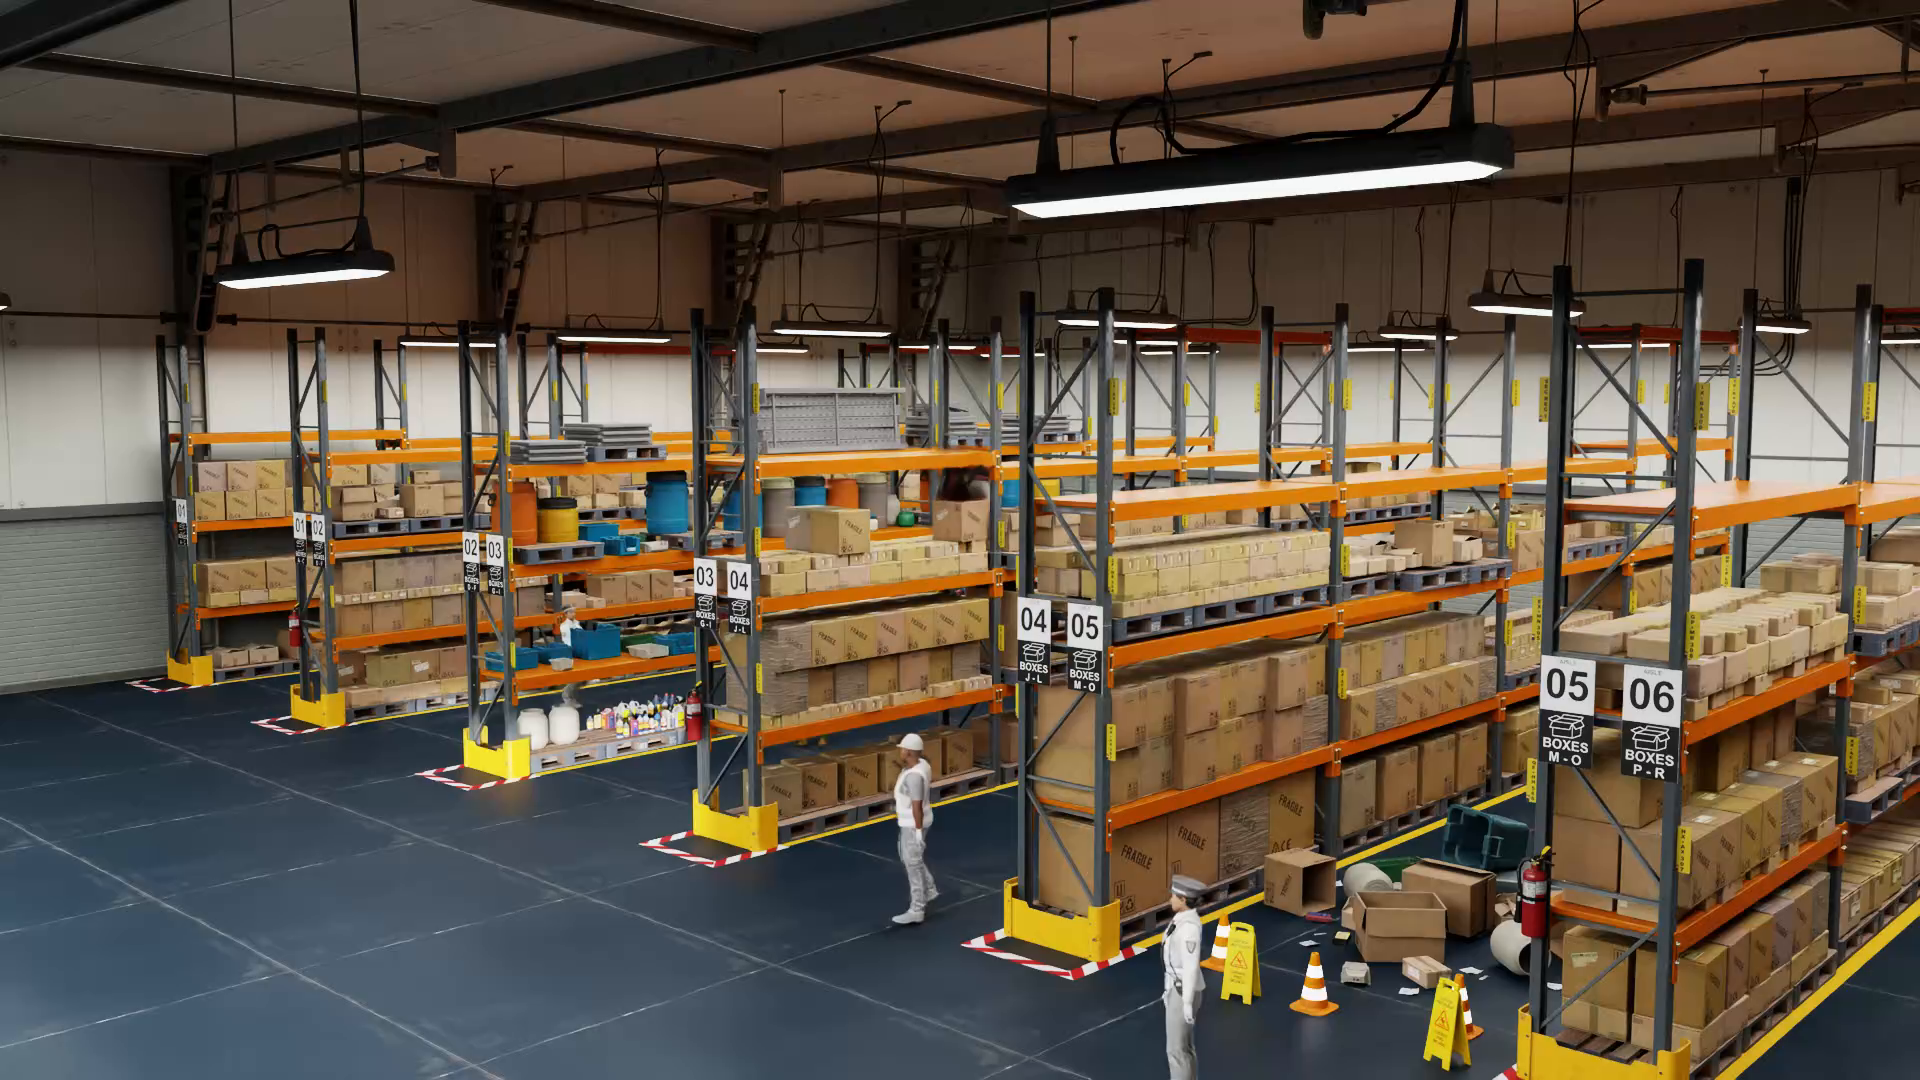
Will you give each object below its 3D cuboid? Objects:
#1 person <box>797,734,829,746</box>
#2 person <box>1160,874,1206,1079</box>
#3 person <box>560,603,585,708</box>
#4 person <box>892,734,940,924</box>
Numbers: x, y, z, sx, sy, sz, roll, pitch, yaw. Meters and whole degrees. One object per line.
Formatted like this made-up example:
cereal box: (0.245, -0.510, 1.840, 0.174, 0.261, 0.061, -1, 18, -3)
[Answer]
person: (-2.185, 2.070, 23.792, 0.602, 1.804, 0.474, 0, 5, 2)
person: (1.558, 3.240, 11.758, 0.352, 1.715, 0.569, 1, 5, 8)
person: (-6.109, 1.838, 26.395, 0.438, 1.705, 0.512, -1, 5, -12)
person: (-0.420, 2.751, 16.055, 0.427, 1.791, 0.601, 0, 5, 3)
